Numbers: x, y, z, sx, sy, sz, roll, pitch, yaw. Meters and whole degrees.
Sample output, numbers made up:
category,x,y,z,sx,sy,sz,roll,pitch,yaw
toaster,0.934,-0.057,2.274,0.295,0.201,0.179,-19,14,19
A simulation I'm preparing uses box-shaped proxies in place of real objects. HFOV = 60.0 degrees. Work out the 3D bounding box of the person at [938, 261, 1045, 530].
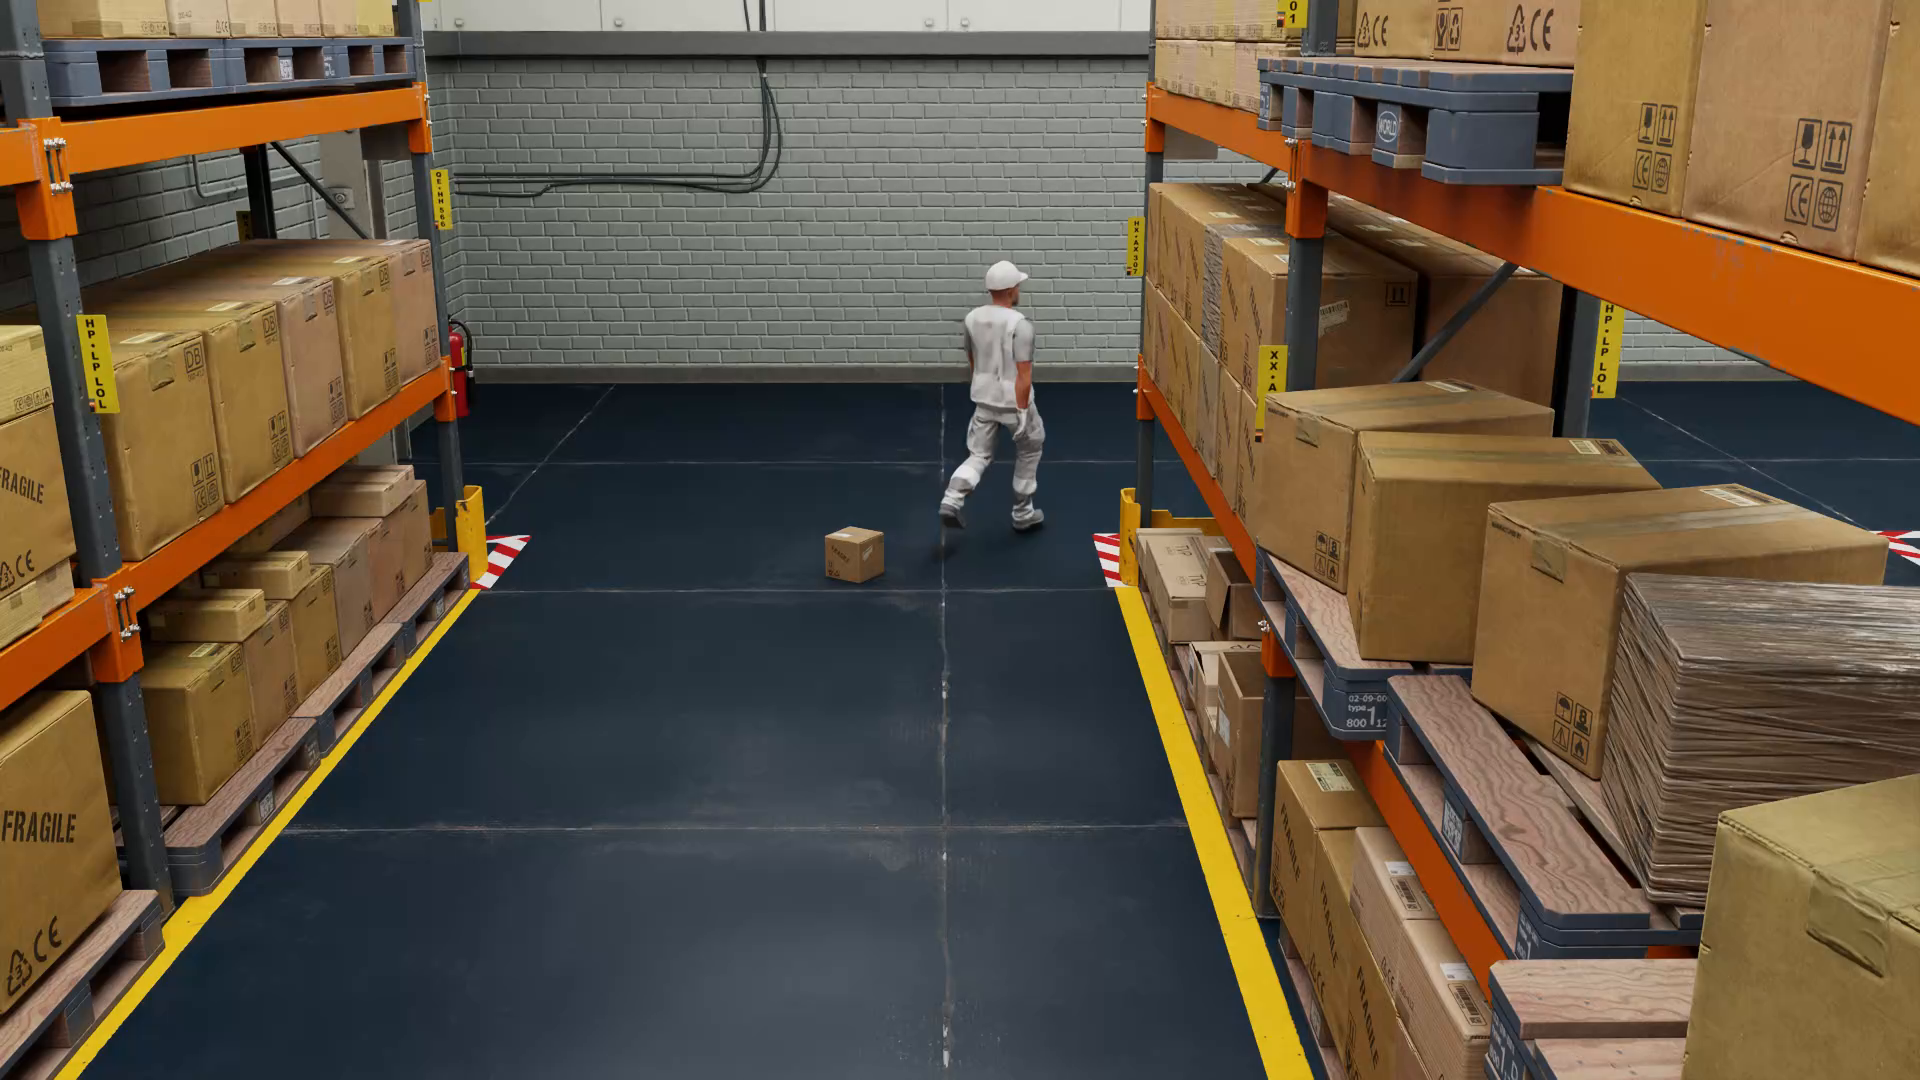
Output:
category,x,y,z,sx,sy,sz,roll,pitch,yaw
person,0.265,-0.858,10.306,0.531,1.742,0.929,11,20,31
